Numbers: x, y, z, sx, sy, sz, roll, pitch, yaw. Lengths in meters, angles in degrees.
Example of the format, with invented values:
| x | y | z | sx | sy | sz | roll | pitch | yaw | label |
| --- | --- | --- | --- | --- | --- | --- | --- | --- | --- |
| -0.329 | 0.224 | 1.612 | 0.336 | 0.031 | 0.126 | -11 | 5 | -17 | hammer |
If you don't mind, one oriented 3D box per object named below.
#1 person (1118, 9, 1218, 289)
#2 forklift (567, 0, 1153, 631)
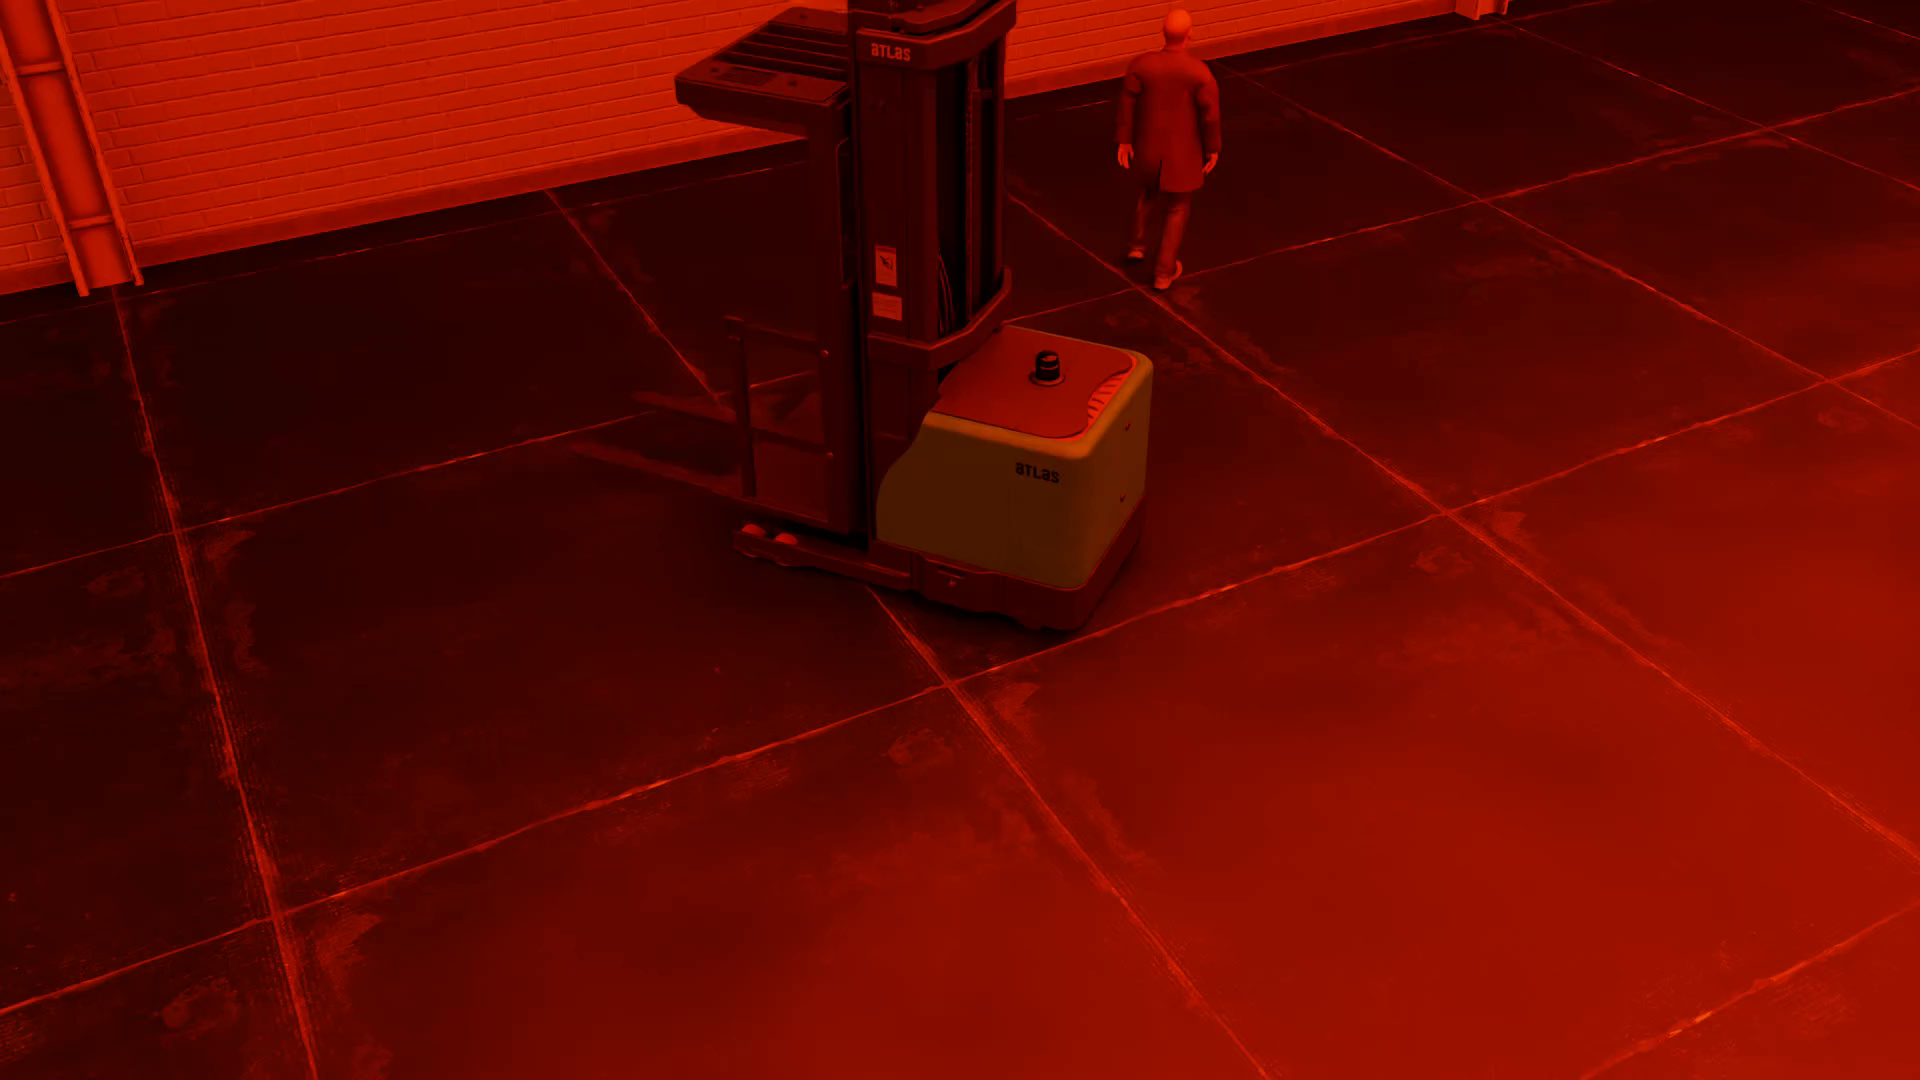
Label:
| x | y | z | sx | sy | sz | roll | pitch | yaw | label |
| --- | --- | --- | --- | --- | --- | --- | --- | --- | --- |
| 1.359 | -2.527 | 10.766 | 0.645 | 1.820 | 0.623 | 15 | 38 | 21 | person |
| -0.608 | -1.298 | 8.014 | 3.031 | 2.867 | 1.129 | 15 | 38 | 20 | forklift |
